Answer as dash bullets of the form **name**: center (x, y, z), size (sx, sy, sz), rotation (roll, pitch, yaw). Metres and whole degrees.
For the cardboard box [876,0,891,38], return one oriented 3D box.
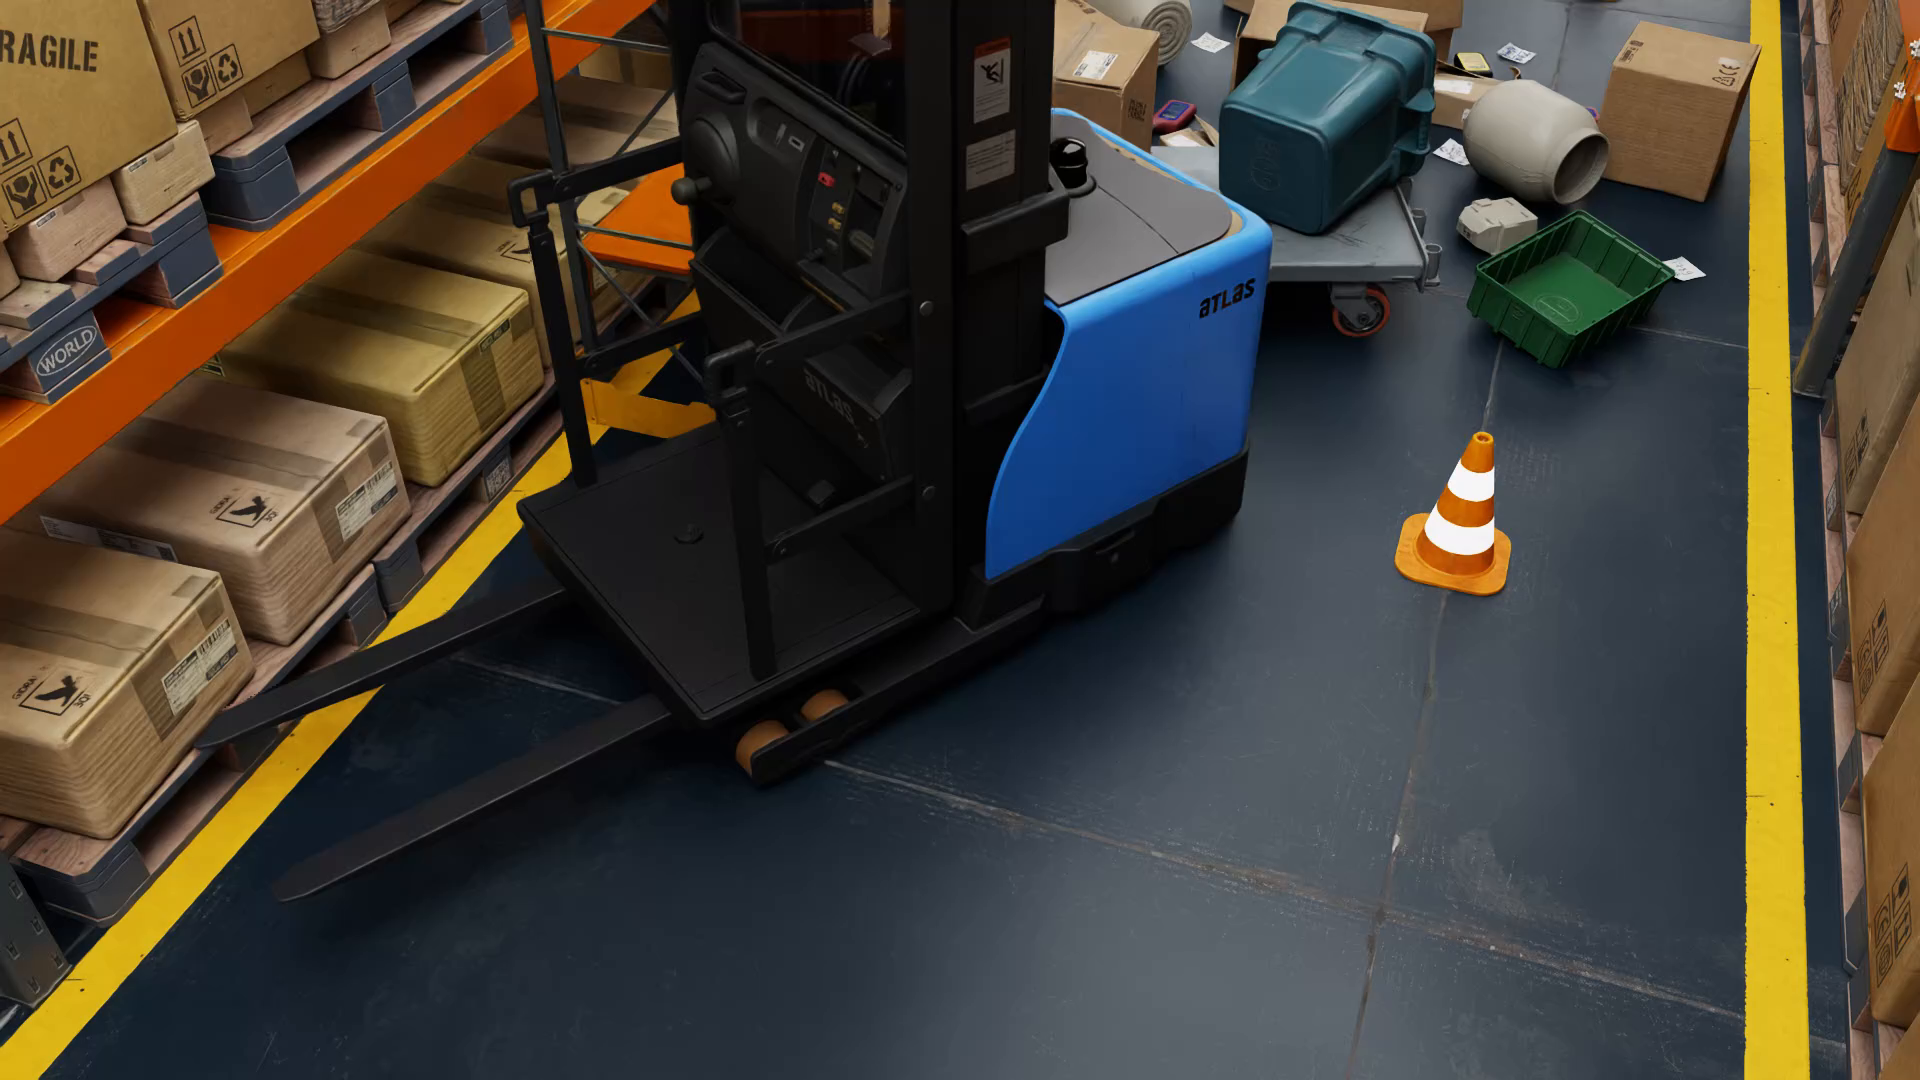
- **cardboard box**: center (-0.642, -2.355, 7.495), size (0.500, 0.250, 0.500), rotation (16, 43, 18)

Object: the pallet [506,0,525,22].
- **pallet**: center (-1.668, -2.107, 5.556), size (1.003, 0.211, 1.213), rotation (13, 42, 15)

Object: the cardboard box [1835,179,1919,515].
- **cardboard box**: center (3.289, -0.482, 4.914), size (1.050, 0.750, 0.750), rotation (13, 42, 15)

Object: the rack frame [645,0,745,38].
- **rack frame**: center (-1.270, -2.614, 6.002), size (1.000, 3.000, 0.127), rotation (13, 42, 15)

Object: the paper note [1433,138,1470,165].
- **paper note**: center (2.161, -1.679, 7.200), size (0.172, 0.023, 0.155), rotation (29, 48, 29)

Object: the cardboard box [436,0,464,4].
- **cardboard box**: center (-1.549, -1.684, 4.782), size (0.380, 0.149, 0.250), rotation (13, 42, 15)

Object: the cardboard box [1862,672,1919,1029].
- **cardboard box**: center (2.637, 0.674, 3.559), size (1.050, 0.750, 0.750), rotation (14, 42, 16)

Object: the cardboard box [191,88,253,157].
- **cardboard box**: center (-1.964, -1.044, 4.033), size (0.380, 0.149, 0.250), rotation (16, 43, 18)

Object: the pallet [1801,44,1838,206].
- **pallet**: center (4.166, -1.709, 7.090), size (1.003, 0.211, 1.213), rotation (13, 42, 15)

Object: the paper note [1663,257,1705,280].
- **paper note**: center (2.795, -1.058, 6.467), size (0.147, 0.020, 0.142), rotation (-13, 42, -15)

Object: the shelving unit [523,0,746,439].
- **shelving unit**: center (-0.851, -1.250, 5.560), size (0.587, 1.500, 1.083), rotation (13, 42, 14)

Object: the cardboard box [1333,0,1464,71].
- **cardboard box**: center (1.877, -2.470, 7.758), size (0.797, 0.503, 0.637), rotation (-13, 42, -15)

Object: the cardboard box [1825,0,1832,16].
- **cardboard box**: center (4.614, -2.939, 7.698), size (0.875, 0.875, 0.875), rotation (14, 42, 15)

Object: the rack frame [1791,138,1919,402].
- **rack frame**: center (3.416, -1.577, 4.787), size (1.000, 3.000, 0.127), rotation (13, 42, 15)

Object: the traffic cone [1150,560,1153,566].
- **traffic cone**: center (0.462, -0.183, 5.108), size (0.336, 0.463, 0.334), rotation (13, 42, 15)

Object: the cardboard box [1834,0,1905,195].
- **cardboard box**: center (4.002, -1.847, 6.417), size (0.875, 0.875, 0.875), rotation (14, 42, 15)

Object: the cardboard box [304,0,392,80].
- **cardboard box**: center (-1.753, -1.370, 4.415), size (0.380, 0.149, 0.250), rotation (15, 43, 16)

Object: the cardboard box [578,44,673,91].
- **cardboard box**: center (-1.320, -2.148, 7.251), size (0.500, 0.250, 0.500), rotation (15, 43, 17)

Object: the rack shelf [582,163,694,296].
- **rack shelf**: center (-0.848, -1.119, 5.683), size (0.538, 0.185, 1.000), rotation (13, 42, 14)

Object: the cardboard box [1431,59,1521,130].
- **cardboard box**: center (2.273, -1.994, 7.382), size (0.396, 0.266, 0.258), rotation (21, 45, 22)

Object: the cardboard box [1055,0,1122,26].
- **cardboard box**: center (0.375, -2.015, 7.225), size (0.500, 0.500, 0.500), rotation (-21, 45, -22)

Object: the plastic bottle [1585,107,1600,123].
- **plastic bottle**: center (2.695, -1.873, 7.398), size (0.283, 0.061, 0.133), rotation (0, 40, 0)

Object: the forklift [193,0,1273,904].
- **forklift**: center (-0.590, -0.854, 3.993), size (3.031, 2.935, 1.130), rotation (-26, 47, -27)

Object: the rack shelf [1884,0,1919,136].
- **rack shelf**: center (4.100, -2.523, 6.450), size (1.077, 0.370, 4.000), rotation (13, 42, 15)

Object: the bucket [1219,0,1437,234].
- **bucket**: center (1.296, -1.504, 6.053), size (0.726, 0.611, 0.620), rotation (29, 58, 29)

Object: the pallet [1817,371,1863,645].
- **pallet**: center (3.223, -0.028, 5.121), size (1.003, 0.211, 1.213), rotation (13, 42, 15)

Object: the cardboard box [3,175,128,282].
- **cardboard box**: center (-2.087, -0.717, 3.649), size (0.380, 0.149, 0.250), rotation (11, 42, 12)

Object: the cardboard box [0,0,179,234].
- **cardboard box**: center (-2.095, -1.027, 3.513), size (0.500, 0.500, 0.500), rotation (15, 43, 17)

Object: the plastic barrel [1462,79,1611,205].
- **plastic barrel**: center (2.363, -1.629, 6.833), size (0.421, 0.421, 0.512), rotation (-21, 45, -22)

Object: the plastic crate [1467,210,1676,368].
- **plastic crate**: center (2.245, -0.925, 6.146), size (0.662, 0.188, 0.450), rotation (-29, 58, -29)

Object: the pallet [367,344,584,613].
- **pallet**: center (-1.950, -0.331, 5.475), size (1.003, 0.211, 1.213), rotation (13, 42, 15)

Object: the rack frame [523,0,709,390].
- **rack frame**: center (-1.015, -0.944, 5.201), size (0.500, 1.500, 0.032), rotation (13, 42, 14)

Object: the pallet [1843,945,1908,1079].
- **pallet**: center (2.389, 1.460, 3.376), size (1.003, 0.211, 1.213), rotation (13, 42, 15)

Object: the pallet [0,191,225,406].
- **pallet**: center (-2.494, -0.559, 3.742), size (1.213, 0.211, 1.003), rotation (13, 42, 15)

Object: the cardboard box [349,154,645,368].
- **cardboard box**: center (-1.689, -1.014, 5.828), size (0.950, 0.372, 0.625), rotation (16, 43, 18)

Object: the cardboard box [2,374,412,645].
- **cardboard box**: center (-2.190, -0.128, 4.790), size (0.950, 0.372, 0.625), rotation (13, 42, 14)

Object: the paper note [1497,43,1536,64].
- **paper note**: center (2.667, -2.332, 7.961), size (0.144, 0.017, 0.142), rotation (29, 48, 29)

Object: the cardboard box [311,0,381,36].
- **cardboard box**: center (-1.741, -1.656, 4.250), size (0.500, 0.500, 0.500), rotation (12, 42, 13)

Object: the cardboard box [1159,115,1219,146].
- **cardboard box**: center (1.026, -1.594, 6.914), size (0.258, 0.266, 0.396), rotation (-13, 42, -15)

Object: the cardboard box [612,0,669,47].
- **cardboard box**: center (-1.320, -2.433, 7.008), size (0.500, 0.500, 0.500), rotation (13, 42, 14)
